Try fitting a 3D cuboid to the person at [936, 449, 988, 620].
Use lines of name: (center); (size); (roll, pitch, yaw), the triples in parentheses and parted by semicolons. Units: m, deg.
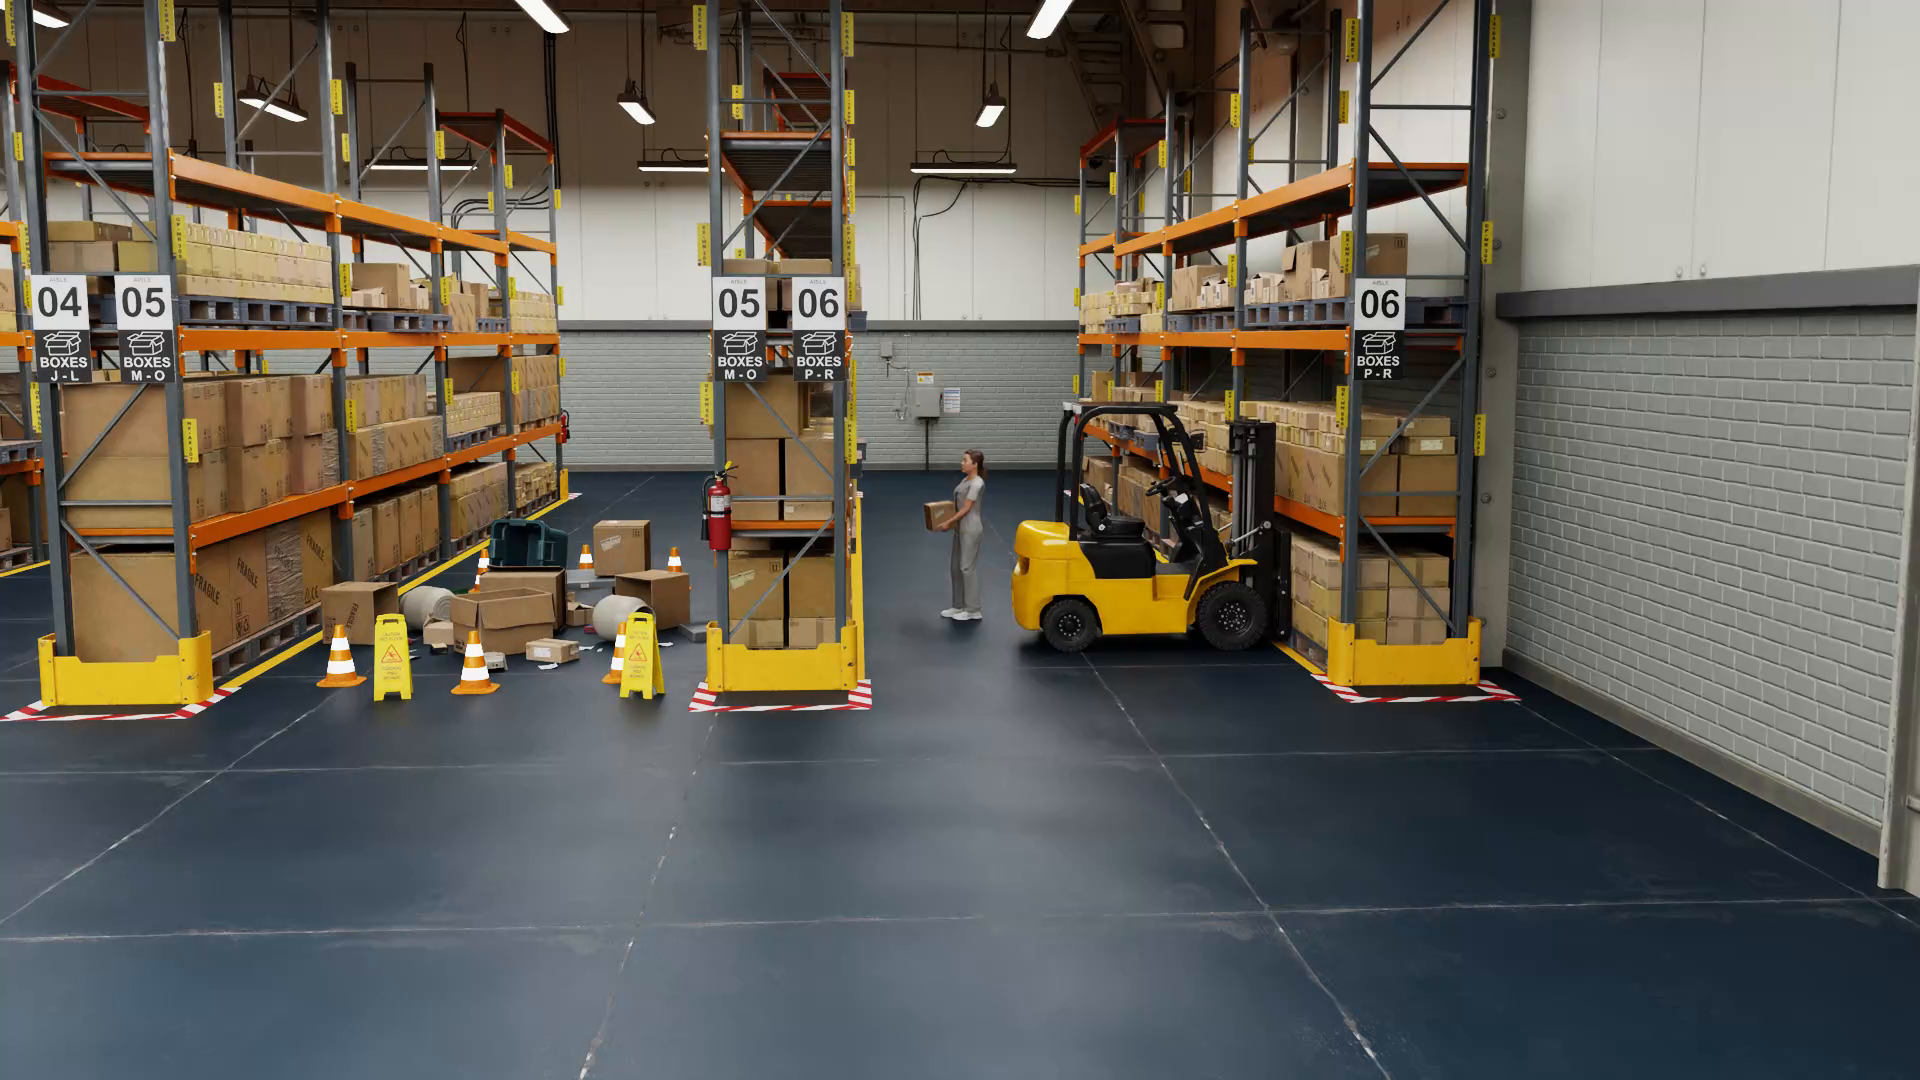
person: (0.005, -0.056, 16.283); (0.556, 1.661, 0.436); (-2, 7, -14)
